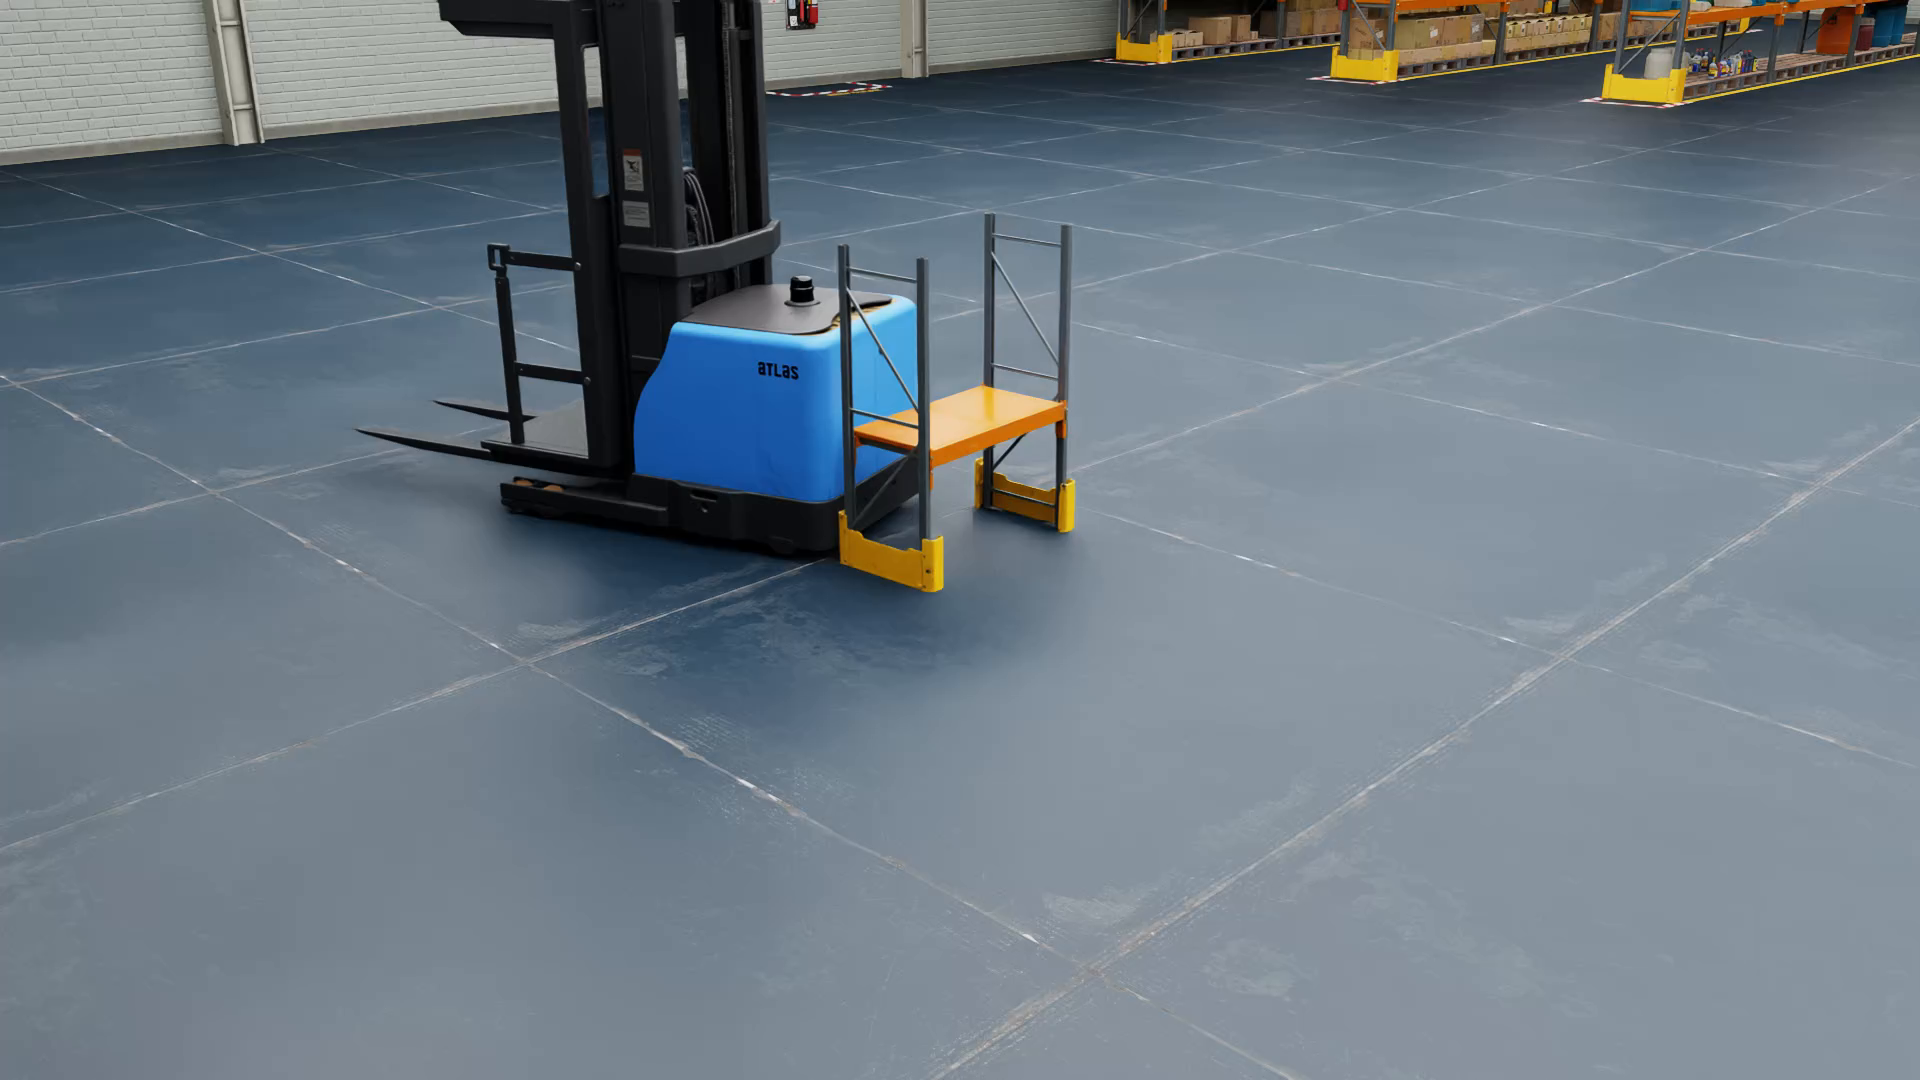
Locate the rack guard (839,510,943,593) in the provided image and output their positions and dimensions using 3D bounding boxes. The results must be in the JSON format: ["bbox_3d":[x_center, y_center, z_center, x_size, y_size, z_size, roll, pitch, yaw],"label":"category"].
[{"bbox_3d":[-0.319,0.046,7.607,0.587,0.250,0.087,17,27,37],"label":"rack guard"}]

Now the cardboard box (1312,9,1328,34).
[{"bbox_3d":[7.519,-11.248,36.029,0.700,0.500,0.500,20,28,41],"label":"cardboard box"}]

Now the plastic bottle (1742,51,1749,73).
[{"bbox_3d":[13.029,-7.952,27.662,0.144,0.351,0.185,18,27,38],"label":"plastic bottle"}]

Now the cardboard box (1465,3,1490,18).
[{"bbox_3d":[12.484,-13.002,40.620,0.700,0.500,0.500,20,29,41],"label":"cardboard box"}]

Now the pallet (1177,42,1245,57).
[{"bbox_3d":[5.014,-9.952,33.672,1.003,0.211,1.213,19,28,41],"label":"pallet"}]

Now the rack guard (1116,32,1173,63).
[{"bbox_3d":[3.570,-9.574,32.288,1.175,0.500,0.348,19,28,41],"label":"rack guard"}]

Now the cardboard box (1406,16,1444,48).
[{"bbox_3d":[8.290,-9.088,29.741,0.500,0.500,0.500,19,28,41],"label":"cardboard box"}]

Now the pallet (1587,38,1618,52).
[{"bbox_3d":[13.198,-10.420,34.890,1.003,0.211,1.213,19,28,41],"label":"pallet"}]

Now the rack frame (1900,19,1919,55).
[{"bbox_3d":[18.987,-11.327,33.363,1.000,3.000,0.127,19,28,41],"label":"rack frame"}]

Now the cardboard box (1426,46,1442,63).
[{"bbox_3d":[8.298,-8.735,29.868,0.500,0.250,0.500,19,28,41],"label":"cardboard box"}]

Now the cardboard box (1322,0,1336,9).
[{"bbox_3d":[7.836,-11.704,36.170,0.500,0.250,0.500,19,28,40],"label":"cardboard box"}]

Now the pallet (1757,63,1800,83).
[{"bbox_3d":[13.926,-8.180,29.063,1.003,0.211,1.213,19,28,41],"label":"pallet"}]

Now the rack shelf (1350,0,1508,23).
[{"bbox_3d":[8.465,-9.661,30.032,1.077,0.370,4.000,19,28,41],"label":"rack shelf"}]

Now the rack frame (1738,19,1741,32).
[{"bbox_3d":[18.231,-13.596,39.266,1.000,3.000,0.127,19,28,41],"label":"rack frame"}]

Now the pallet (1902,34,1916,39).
[{"bbox_3d":[20.323,-10.539,35.200,1.003,0.211,1.213,19,28,41],"label":"pallet"}]

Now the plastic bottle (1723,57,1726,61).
[{"bbox_3d":[12.611,-7.823,27.421,0.061,0.283,0.133,19,28,41],"label":"plastic bottle"}]

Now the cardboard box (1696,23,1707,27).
[{"bbox_3d":[16.748,-12.092,38.219,0.797,0.503,0.637,19,28,41],"label":"cardboard box"}]

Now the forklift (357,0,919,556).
[{"bbox_3d":[-1.762,-1.636,8.247,3.031,2.935,1.130,10,23,23],"label":"forklift"}]

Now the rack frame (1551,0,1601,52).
[{"bbox_3d":[12.650,-11.539,33.915,1.000,3.000,0.127,19,28,41],"label":"rack frame"}]

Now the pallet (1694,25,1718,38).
[{"bbox_3d":[16.772,-11.757,38.369,1.003,0.211,1.213,19,28,41],"label":"pallet"}]

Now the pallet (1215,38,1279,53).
[{"bbox_3d":[5.865,-10.267,34.491,1.003,0.211,1.213,19,28,41],"label":"pallet"}]

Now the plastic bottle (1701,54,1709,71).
[{"bbox_3d":[12.531,-8.031,27.978,0.097,0.271,0.097,0,21,0],"label":"plastic bottle"}]

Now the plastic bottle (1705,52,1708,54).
[{"bbox_3d":[12.664,-8.142,28.260,0.135,0.276,0.152,-19,28,-40],"label":"plastic bottle"}]

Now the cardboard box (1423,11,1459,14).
[{"bbox_3d":[8.969,-9.602,31.078,0.500,0.500,0.500,19,28,41],"label":"cardboard box"}]

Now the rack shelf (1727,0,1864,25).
[{"bbox_3d":[14.801,-9.449,29.479,1.077,0.370,4.000,19,28,41],"label":"rack shelf"}]

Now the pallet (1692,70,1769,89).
[{"bbox_3d":[12.908,-7.806,28.091,1.003,0.211,1.213,19,28,41],"label":"pallet"}]

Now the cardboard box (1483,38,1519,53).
[{"bbox_3d":[10.319,-9.465,31.767,0.500,0.250,0.500,18,28,39],"label":"cardboard box"}]

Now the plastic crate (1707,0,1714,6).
[{"bbox_3d":[12.257,-8.893,27.326,0.450,0.188,0.662,19,28,41],"label":"plastic crate"}]

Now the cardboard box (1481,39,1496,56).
[{"bbox_3d":[9.693,-9.250,31.206,0.500,0.250,0.500,19,28,41],"label":"cardboard box"}]

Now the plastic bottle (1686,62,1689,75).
[{"bbox_3d":[11.977,-7.790,27.449,0.097,0.201,0.097,0,21,0],"label":"plastic bottle"}]

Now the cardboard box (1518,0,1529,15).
[{"bbox_3d":[13.914,-13.530,41.994,0.700,0.500,0.500,19,28,40],"label":"cardboard box"}]

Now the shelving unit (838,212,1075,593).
[{"bbox_3d":[0.000,-0.675,7.740,0.587,1.500,1.083,17,27,37],"label":"shelving unit"}]

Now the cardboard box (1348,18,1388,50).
[{"bbox_3d":[7.230,-8.958,29.401,0.500,0.500,0.500,19,28,41],"label":"cardboard box"}]

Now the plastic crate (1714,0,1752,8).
[{"bbox_3d":[12.455,-8.666,26.809,0.530,0.136,0.437,19,28,41],"label":"plastic crate"}]

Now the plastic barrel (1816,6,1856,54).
[{"bbox_3d":[16.526,-9.612,31.340,0.600,0.830,0.708,19,28,41],"label":"plastic barrel"}]

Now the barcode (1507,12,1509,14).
[{"bbox_3d":[10.336,-9.959,31.337,0.001,0.075,0.075,19,28,41],"label":"barcode"}]

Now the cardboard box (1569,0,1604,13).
[{"bbox_3d":[13.171,-11.242,34.969,0.500,0.250,0.500,-19,28,-40],"label":"cardboard box"}]

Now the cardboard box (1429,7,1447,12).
[{"bbox_3d":[10.910,-12.570,39.008,0.750,0.750,0.750,-19,28,-40],"label":"cardboard box"}]

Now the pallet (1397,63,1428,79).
[{"bbox_3d":[7.573,-8.388,29.604,1.003,0.211,1.213,19,28,41],"label":"pallet"}]

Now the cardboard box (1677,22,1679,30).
[{"bbox_3d":[15.888,-11.571,37.134,0.500,0.311,0.500,19,28,41],"label":"cardboard box"}]

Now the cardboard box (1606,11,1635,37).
[{"bbox_3d":[13.887,-10.887,35.089,0.500,0.500,0.500,19,28,40],"label":"cardboard box"}]

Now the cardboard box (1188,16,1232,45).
[{"bbox_3d":[5.010,-10.238,33.401,0.700,0.500,0.500,17,27,37],"label":"cardboard box"}]

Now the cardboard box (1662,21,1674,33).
[{"bbox_3d":[15.302,-11.407,36.443,0.500,0.500,0.500,19,28,40],"label":"cardboard box"}]

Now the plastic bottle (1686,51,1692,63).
[{"bbox_3d":[12.117,-7.978,27.728,0.144,0.351,0.185,19,28,40],"label":"plastic bottle"}]

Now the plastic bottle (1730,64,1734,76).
[{"bbox_3d":[12.625,-7.721,27.270,0.097,0.201,0.097,0,21,0],"label":"plastic bottle"}]

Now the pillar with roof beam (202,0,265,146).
[{"bbox_3d":[-6.086,-8.214,16.902,9.100,9.000,0.400,19,28,41],"label":"pillar with roof beam"}]

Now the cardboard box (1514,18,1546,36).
[{"bbox_3d":[11.040,-9.990,32.350,0.500,0.311,0.500,18,27,39],"label":"cardboard box"}]

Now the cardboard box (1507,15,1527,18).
[{"bbox_3d":[10.998,-10.252,33.033,0.500,0.311,0.500,19,28,40],"label":"cardboard box"}]

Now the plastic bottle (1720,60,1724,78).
[{"bbox_3d":[12.343,-7.650,26.987,0.097,0.271,0.097,0,21,0],"label":"plastic bottle"}]

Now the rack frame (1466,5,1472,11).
[{"bbox_3d":[11.889,-13.806,39.814,1.000,3.000,0.127,19,28,41],"label":"rack frame"}]

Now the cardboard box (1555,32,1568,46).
[{"bbox_3d":[11.748,-9.994,33.141,0.500,0.250,0.500,-19,28,-41],"label":"cardboard box"}]

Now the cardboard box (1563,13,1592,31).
[{"bbox_3d":[12.461,-10.517,33.722,0.500,0.311,0.500,-19,28,-41],"label":"cardboard box"}]
